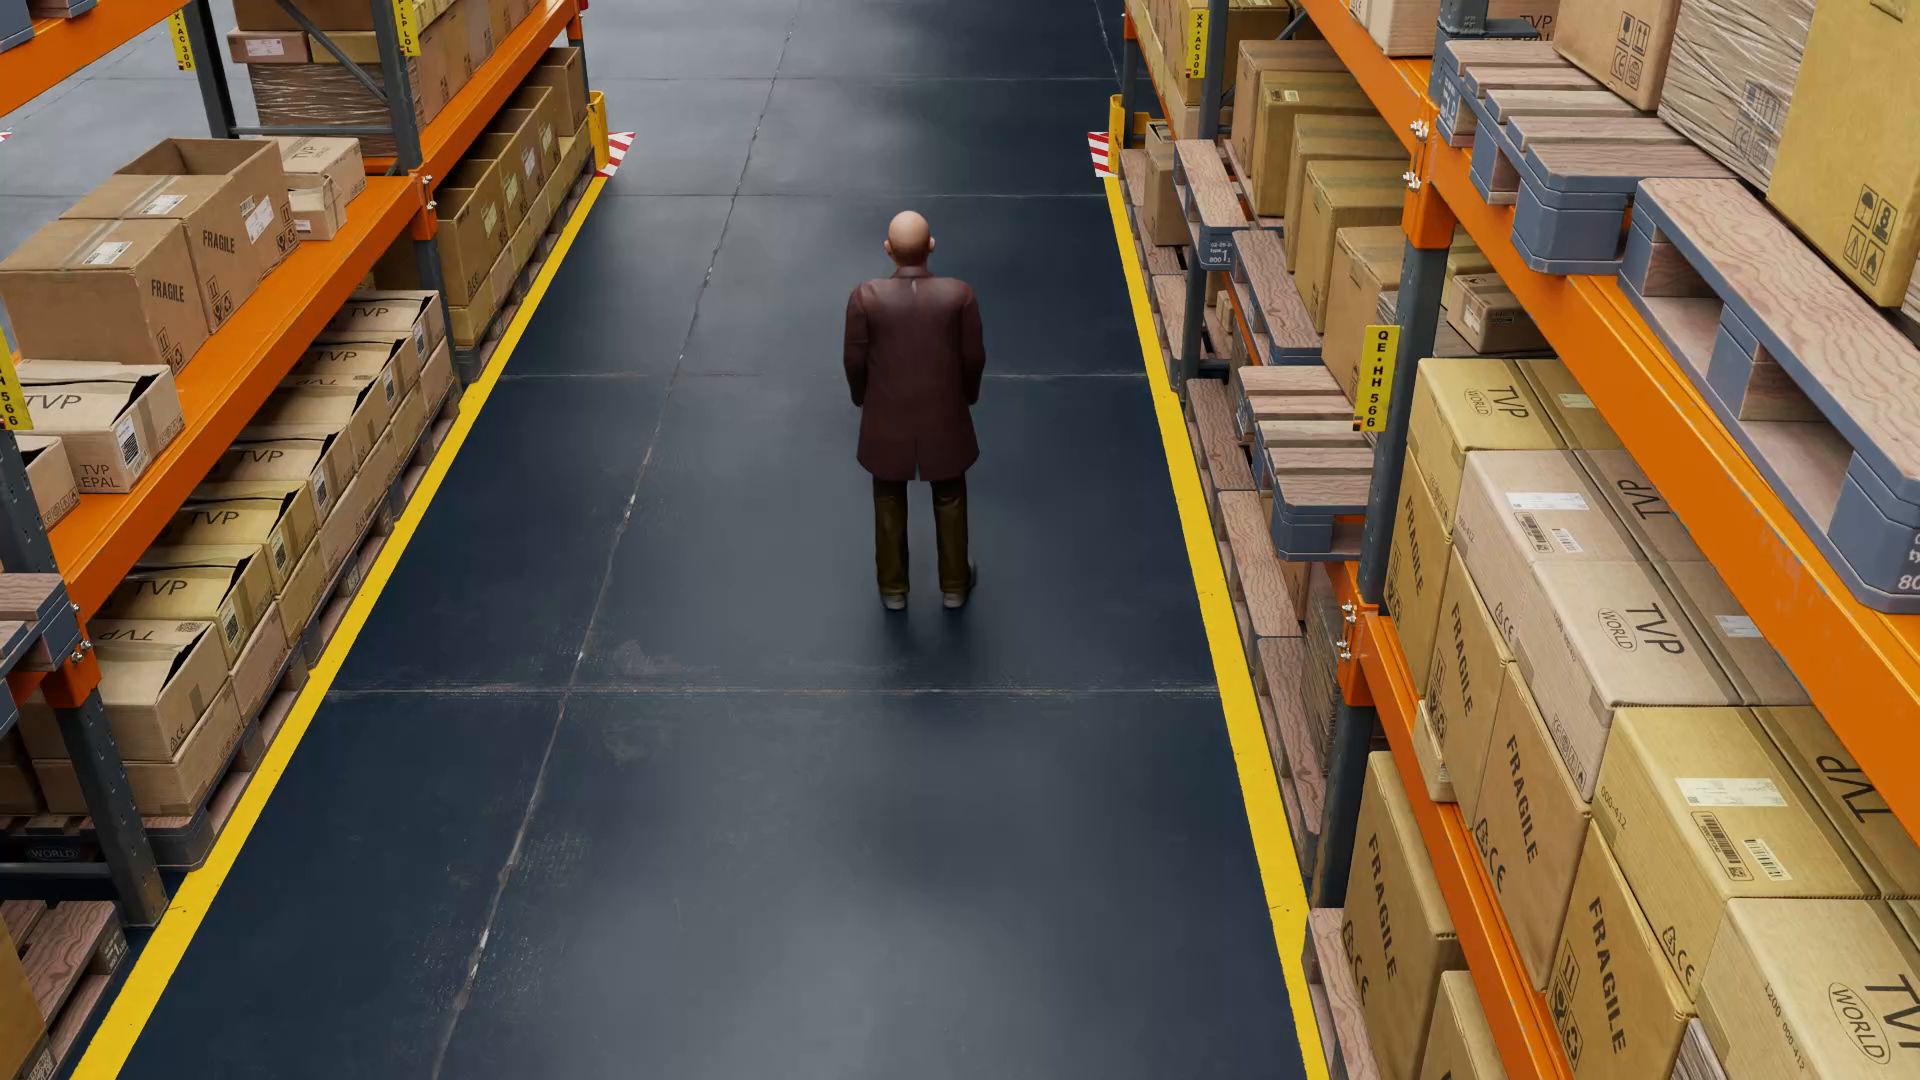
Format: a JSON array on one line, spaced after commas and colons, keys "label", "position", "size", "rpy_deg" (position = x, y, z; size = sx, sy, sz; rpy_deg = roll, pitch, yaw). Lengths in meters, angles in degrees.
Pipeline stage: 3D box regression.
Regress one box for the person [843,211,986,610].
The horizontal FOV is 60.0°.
[{"label": "person", "position": [-0.188, -0.529, 7.019], "size": [0.586, 1.779, 0.424], "rpy_deg": [-1, 31, -1]}]
